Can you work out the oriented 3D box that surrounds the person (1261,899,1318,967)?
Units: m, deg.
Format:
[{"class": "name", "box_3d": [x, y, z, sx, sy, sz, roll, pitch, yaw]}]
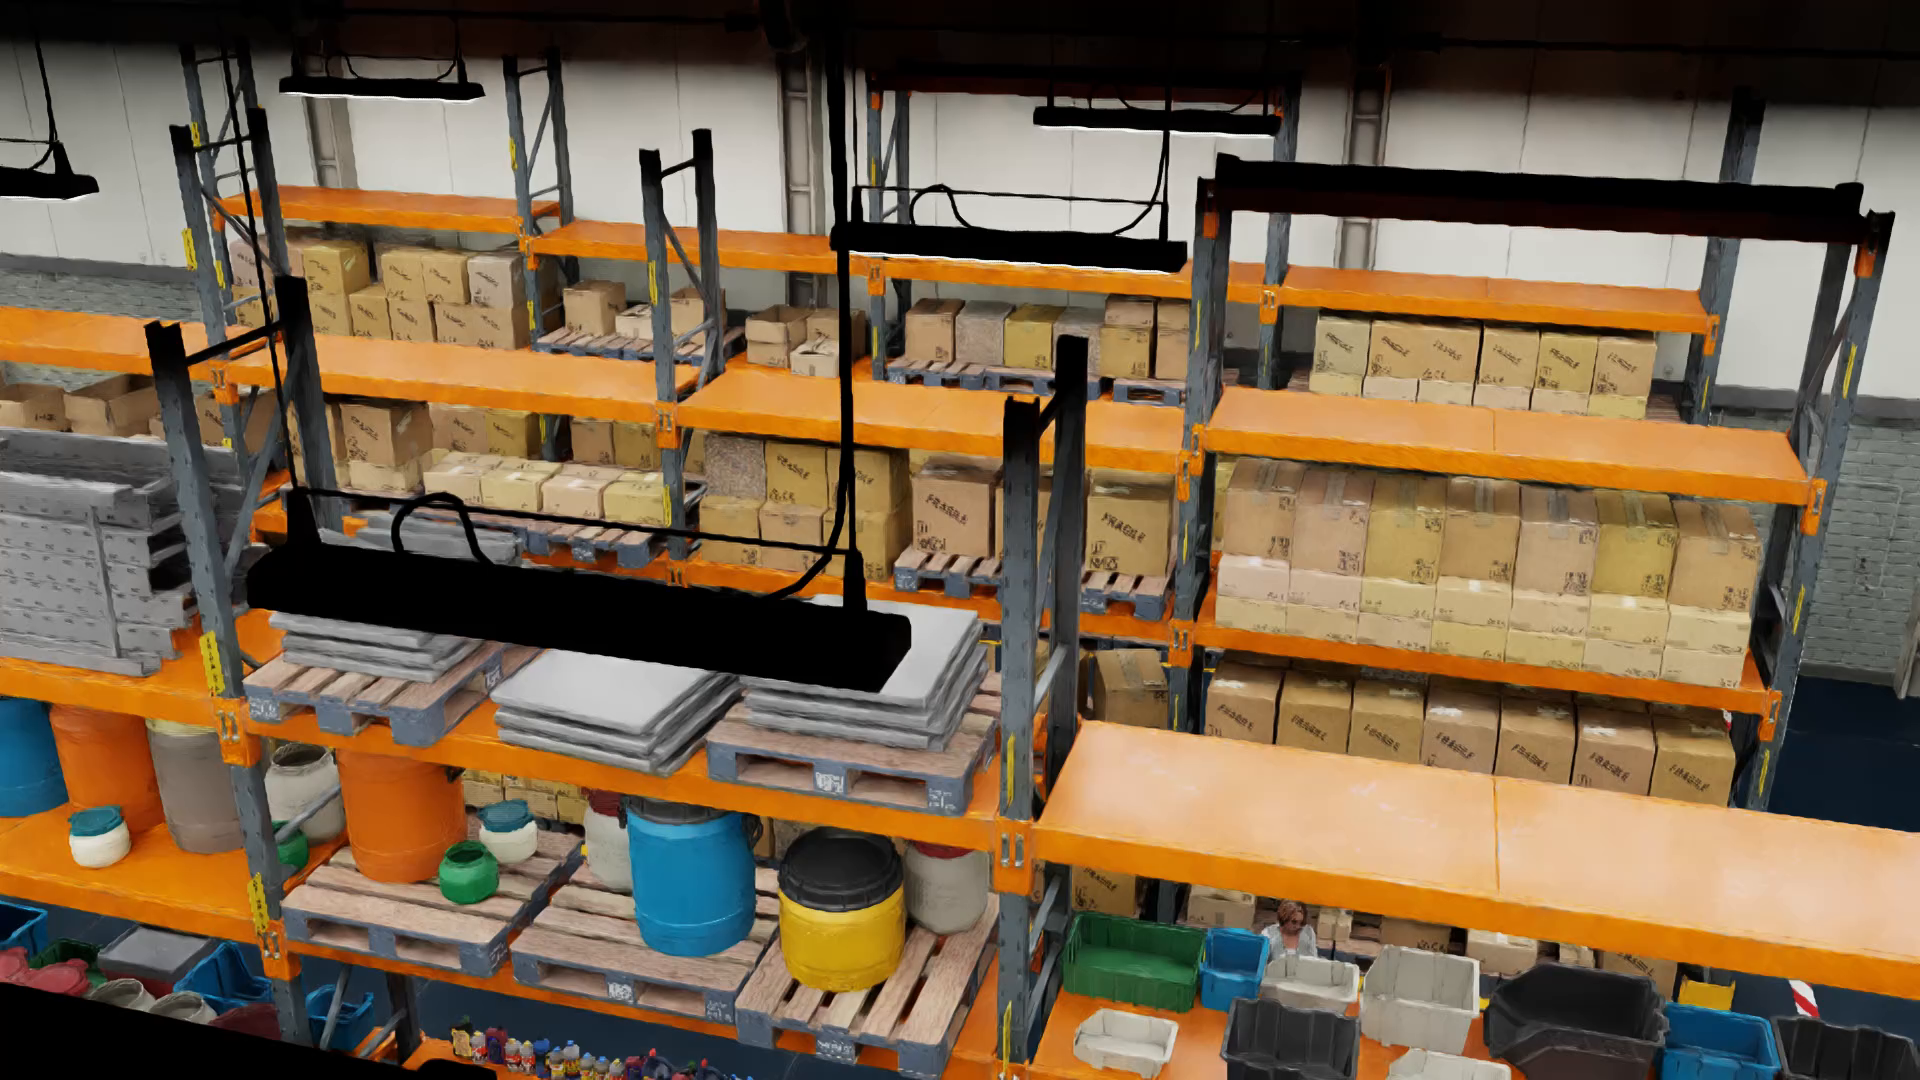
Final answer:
[{"class": "person", "box_3d": [2.206, 3.090, 11.215, 0.535, 1.597, 0.347, 1, 23, 2]}]
